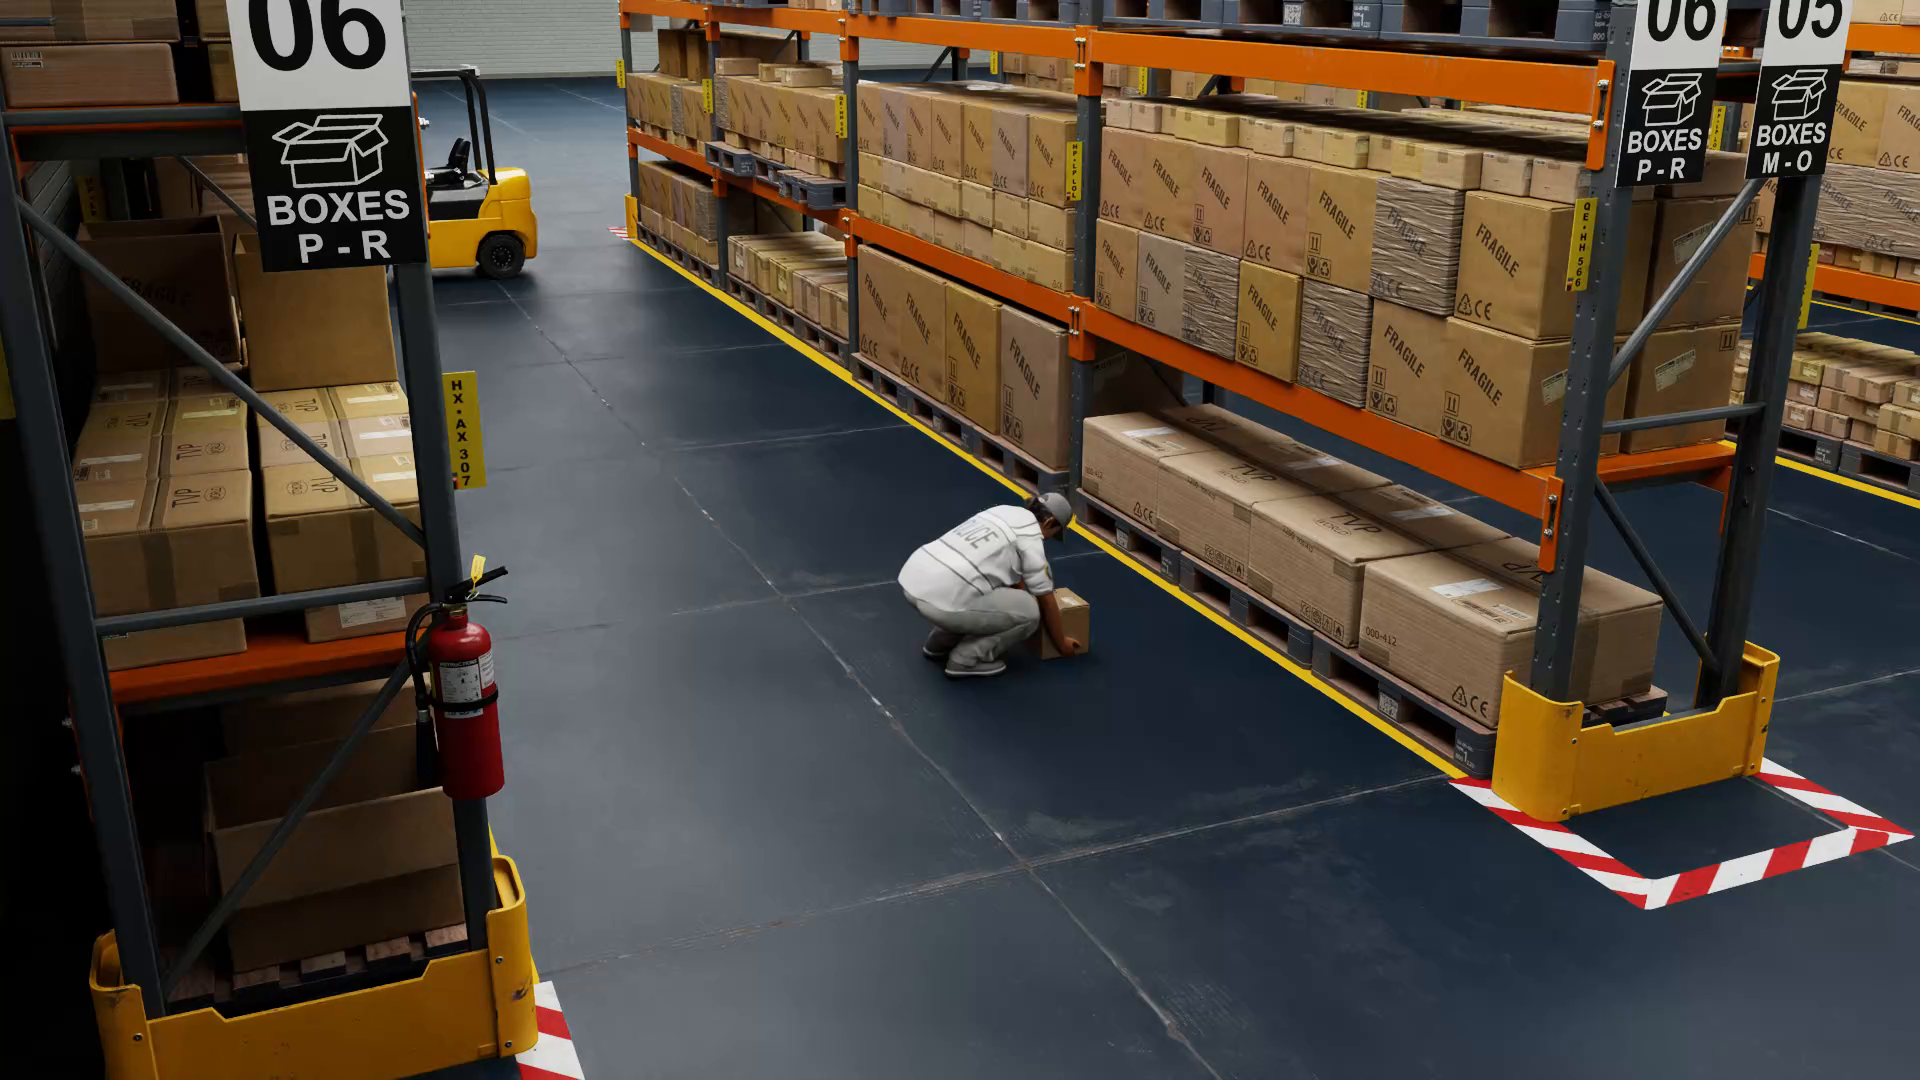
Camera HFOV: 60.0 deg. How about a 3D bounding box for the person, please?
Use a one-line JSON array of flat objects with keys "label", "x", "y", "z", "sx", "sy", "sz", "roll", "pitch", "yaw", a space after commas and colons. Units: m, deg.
[{"label": "person", "x": 0.147, "y": 0.216, "z": 7.857, "sx": 0.881, "sy": 0.807, "sz": 0.531, "roll": -8, "pitch": 21, "yaw": -22}]
